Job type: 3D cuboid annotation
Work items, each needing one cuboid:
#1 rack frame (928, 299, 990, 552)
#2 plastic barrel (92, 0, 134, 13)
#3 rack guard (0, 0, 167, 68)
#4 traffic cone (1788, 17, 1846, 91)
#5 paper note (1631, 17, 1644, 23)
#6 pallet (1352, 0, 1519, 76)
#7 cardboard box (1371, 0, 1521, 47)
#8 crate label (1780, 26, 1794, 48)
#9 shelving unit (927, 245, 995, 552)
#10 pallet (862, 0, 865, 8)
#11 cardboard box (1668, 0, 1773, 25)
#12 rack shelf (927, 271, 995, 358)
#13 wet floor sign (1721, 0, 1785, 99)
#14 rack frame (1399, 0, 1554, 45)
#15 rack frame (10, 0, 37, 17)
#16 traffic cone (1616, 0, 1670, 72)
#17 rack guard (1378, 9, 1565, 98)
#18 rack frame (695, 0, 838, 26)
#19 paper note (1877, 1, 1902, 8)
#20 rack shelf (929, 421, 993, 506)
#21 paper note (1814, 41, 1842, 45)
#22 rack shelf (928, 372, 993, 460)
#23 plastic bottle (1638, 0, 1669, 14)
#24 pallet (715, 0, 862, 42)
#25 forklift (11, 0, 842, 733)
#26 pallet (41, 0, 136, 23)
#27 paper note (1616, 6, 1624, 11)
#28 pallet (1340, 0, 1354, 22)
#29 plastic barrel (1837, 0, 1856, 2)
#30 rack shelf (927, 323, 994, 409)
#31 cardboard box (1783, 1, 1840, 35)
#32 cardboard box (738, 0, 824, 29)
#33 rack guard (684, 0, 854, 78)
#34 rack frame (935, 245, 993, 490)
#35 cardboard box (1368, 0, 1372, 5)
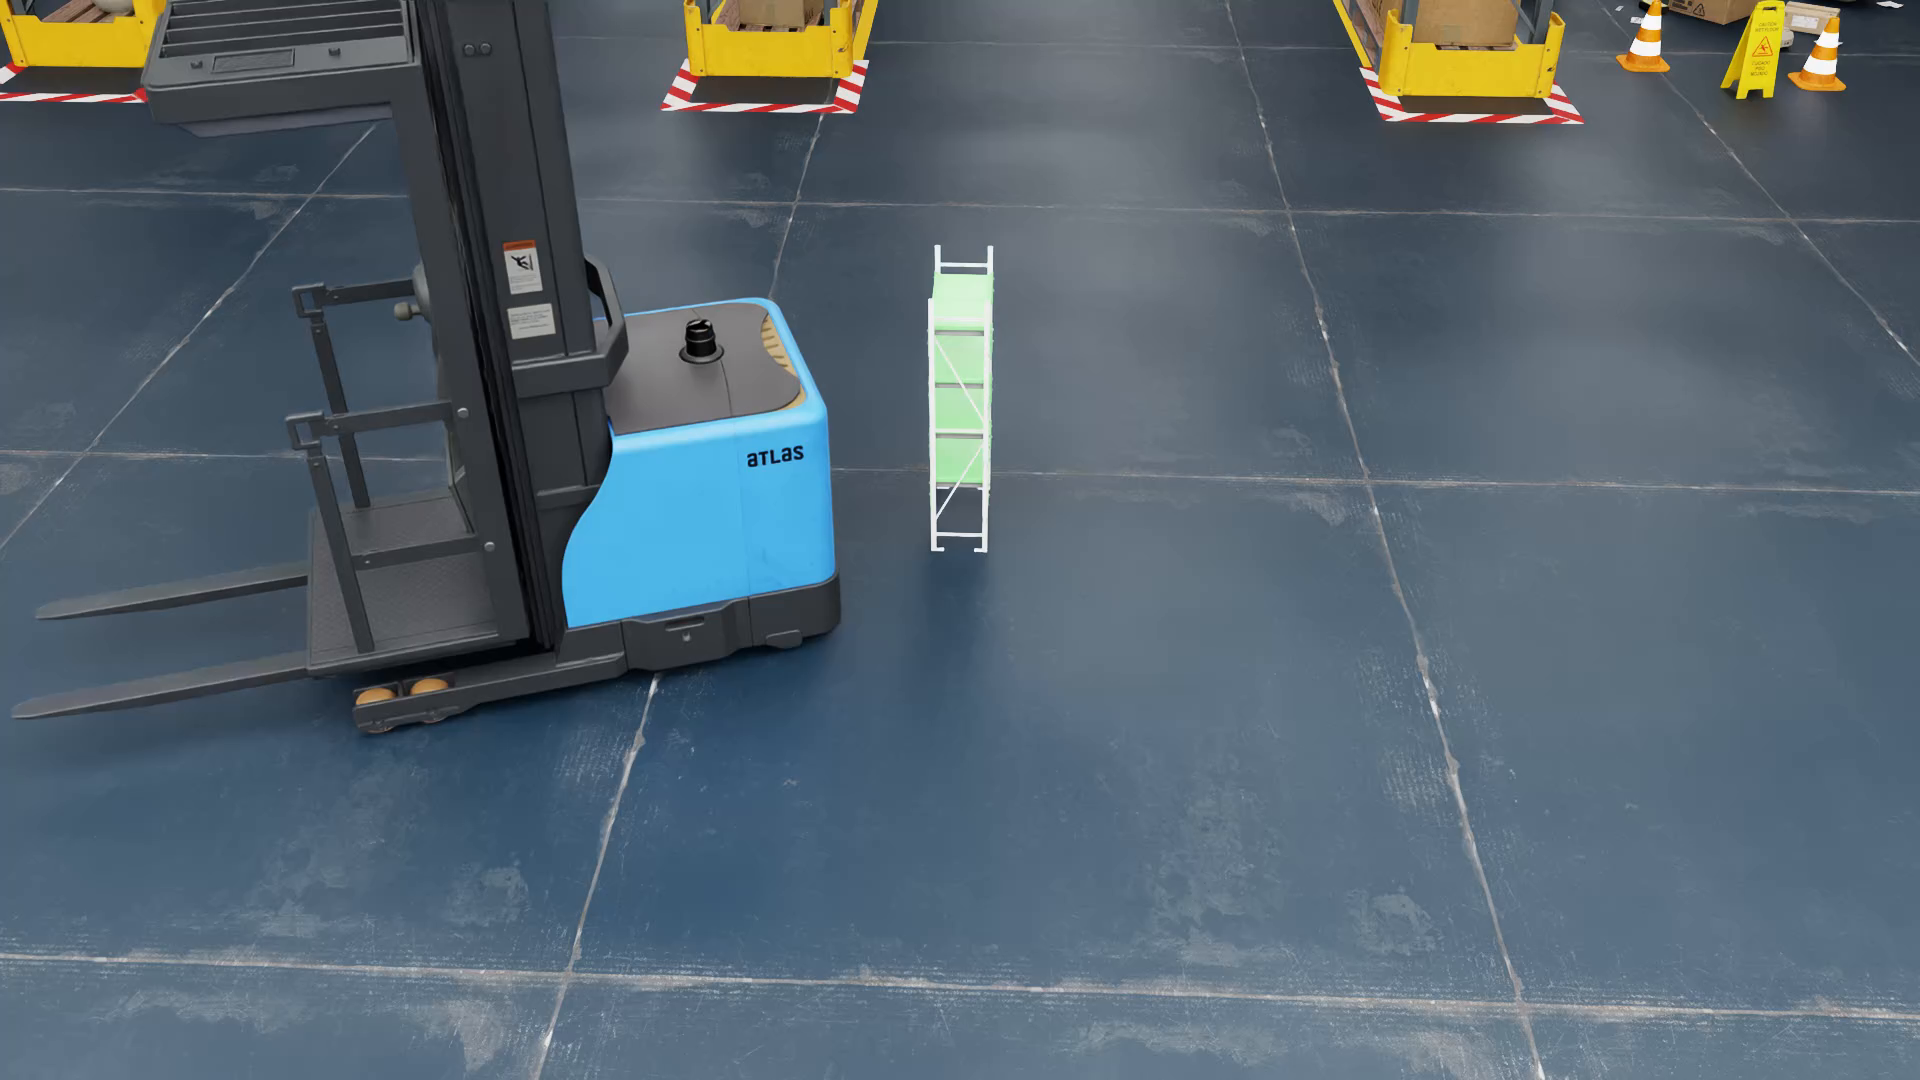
[{"bbox_3d":[-0.003,-0.446,6.841,0.240,1.200,0.015,1,35,2],"label":"rack frame"},{"bbox_3d":[-6.373,-4.274,12.521,0.421,0.512,0.421,0,35,0],"label":"plastic barrel"},{"bbox_3d":[-6.367,-3.762,12.168,1.175,0.500,0.348,1,35,2],"label":"rack guard"},{"bbox_3d":[6.134,-3.466,11.779,0.336,0.463,0.334,1,35,2],"label":"traffic cone"},{"bbox_3d":[5.336,-4.075,13.024,0.144,0.017,0.142,13,37,18],"label":"paper note"},{"bbox_3d":[3.532,-3.773,12.436,1.003,0.211,1.213,1,35,2],"label":"pallet"},{"bbox_3d":[3.539,-4.147,12.024,0.875,0.875,0.875,2,35,2],"label":"cardboard box"},{"bbox_3d":[6.103,-3.786,12.518,0.250,0.136,0.298,-17,38,-22],"label":"crate label"},{"bbox_3d":[0.007,-0.586,7.040,0.258,1.200,0.503,1,35,2],"label":"shelving unit"},{"bbox_3d":[-1.251,-4.693,13.745,1.003,0.211,1.213,1,35,2],"label":"pallet"},{"bbox_3d":[6.069,-4.443,13.134,0.797,0.503,0.637,-24,42,-30],"label":"cardboard box"},{"bbox_3d":[0.007,-0.926,6.801,0.258,0.148,0.480,1,35,2],"label":"rack shelf"},{"bbox_3d":[5.555,-3.427,11.566,0.267,0.644,0.232,-4,35,-6],"label":"wet floor sign"},{"bbox_3d":[3.578,-4.453,10.977,1.000,3.000,0.127,1,35,2],"label":"rack frame"},{"bbox_3d":[-6.323,-4.740,11.386,1.000,3.000,0.127,1,35,2],"label":"rack frame"},{"bbox_3d":[5.018,-3.687,12.094,0.336,0.463,0.334,1,35,2],"label":"traffic cone"},{"bbox_3d":[3.577,-3.417,11.677,1.175,0.500,0.348,1,35,2],"label":"rack guard"},{"bbox_3d":[-1.374,-4.626,11.223,1.000,3.000,0.127,1,35,2],"label":"rack frame"},{"bbox_3d":[7.471,-4.306,13.350,0.142,0.019,0.148,-10,36,-14],"label":"paper note"},{"bbox_3d":[0.007,-0.337,7.215,0.258,0.148,0.480,1,35,2],"label":"rack shelf"},{"bbox_3d":[6.577,-3.771,12.589,0.148,0.019,0.142,-10,36,-14],"label":"paper note"},{"bbox_3d":[0.007,-0.534,7.077,0.258,0.148,0.480,1,35,2],"label":"rack shelf"},{"bbox_3d":[5.512,-4.262,13.261,0.133,0.061,0.283,-10,36,-14],"label":"plastic bottle"},{"bbox_3d":[-1.303,-3.994,12.750,1.003,0.211,1.213,1,35,2],"label":"pallet"},{"bbox_3d":[-2.051,-0.819,5.866,3.031,2.935,1.130,-10,36,-14],"label":"forklift"},{"bbox_3d":[-6.329,-4.111,12.915,1.003,0.211,1.213,1,35,2],"label":"pallet"},{"bbox_3d":[5.271,-4.250,13.289,0.032,0.001,0.123,20,40,26],"label":"paper note"},{"bbox_3d":[3.584,-4.472,13.430,1.003,0.211,1.213,1,35,2],"label":"pallet"},{"bbox_3d":[7.098,-4.564,13.376,0.512,0.421,0.421,28,44,33],"label":"plastic barrel"},{"bbox_3d":[0.007,-0.730,6.939,0.258,0.148,0.480,1,35,2],"label":"rack shelf"},{"bbox_3d":[6.562,-4.030,12.854,0.380,0.149,0.250,20,40,26],"label":"cardboard box"},{"bbox_3d":[-1.332,-4.133,12.331,0.500,0.500,0.500,8,36,11],"label":"cardboard box"},{"bbox_3d":[-1.371,-3.647,12.004,1.175,0.500,0.348,1,35,2],"label":"rack guard"},{"bbox_3d":[0.016,-0.726,7.240,0.240,1.200,0.015,1,35,2],"label":"rack frame"},{"bbox_3d":[3.573,-4.652,12.744,0.875,0.875,0.875,1,35,1],"label":"cardboard box"}]
